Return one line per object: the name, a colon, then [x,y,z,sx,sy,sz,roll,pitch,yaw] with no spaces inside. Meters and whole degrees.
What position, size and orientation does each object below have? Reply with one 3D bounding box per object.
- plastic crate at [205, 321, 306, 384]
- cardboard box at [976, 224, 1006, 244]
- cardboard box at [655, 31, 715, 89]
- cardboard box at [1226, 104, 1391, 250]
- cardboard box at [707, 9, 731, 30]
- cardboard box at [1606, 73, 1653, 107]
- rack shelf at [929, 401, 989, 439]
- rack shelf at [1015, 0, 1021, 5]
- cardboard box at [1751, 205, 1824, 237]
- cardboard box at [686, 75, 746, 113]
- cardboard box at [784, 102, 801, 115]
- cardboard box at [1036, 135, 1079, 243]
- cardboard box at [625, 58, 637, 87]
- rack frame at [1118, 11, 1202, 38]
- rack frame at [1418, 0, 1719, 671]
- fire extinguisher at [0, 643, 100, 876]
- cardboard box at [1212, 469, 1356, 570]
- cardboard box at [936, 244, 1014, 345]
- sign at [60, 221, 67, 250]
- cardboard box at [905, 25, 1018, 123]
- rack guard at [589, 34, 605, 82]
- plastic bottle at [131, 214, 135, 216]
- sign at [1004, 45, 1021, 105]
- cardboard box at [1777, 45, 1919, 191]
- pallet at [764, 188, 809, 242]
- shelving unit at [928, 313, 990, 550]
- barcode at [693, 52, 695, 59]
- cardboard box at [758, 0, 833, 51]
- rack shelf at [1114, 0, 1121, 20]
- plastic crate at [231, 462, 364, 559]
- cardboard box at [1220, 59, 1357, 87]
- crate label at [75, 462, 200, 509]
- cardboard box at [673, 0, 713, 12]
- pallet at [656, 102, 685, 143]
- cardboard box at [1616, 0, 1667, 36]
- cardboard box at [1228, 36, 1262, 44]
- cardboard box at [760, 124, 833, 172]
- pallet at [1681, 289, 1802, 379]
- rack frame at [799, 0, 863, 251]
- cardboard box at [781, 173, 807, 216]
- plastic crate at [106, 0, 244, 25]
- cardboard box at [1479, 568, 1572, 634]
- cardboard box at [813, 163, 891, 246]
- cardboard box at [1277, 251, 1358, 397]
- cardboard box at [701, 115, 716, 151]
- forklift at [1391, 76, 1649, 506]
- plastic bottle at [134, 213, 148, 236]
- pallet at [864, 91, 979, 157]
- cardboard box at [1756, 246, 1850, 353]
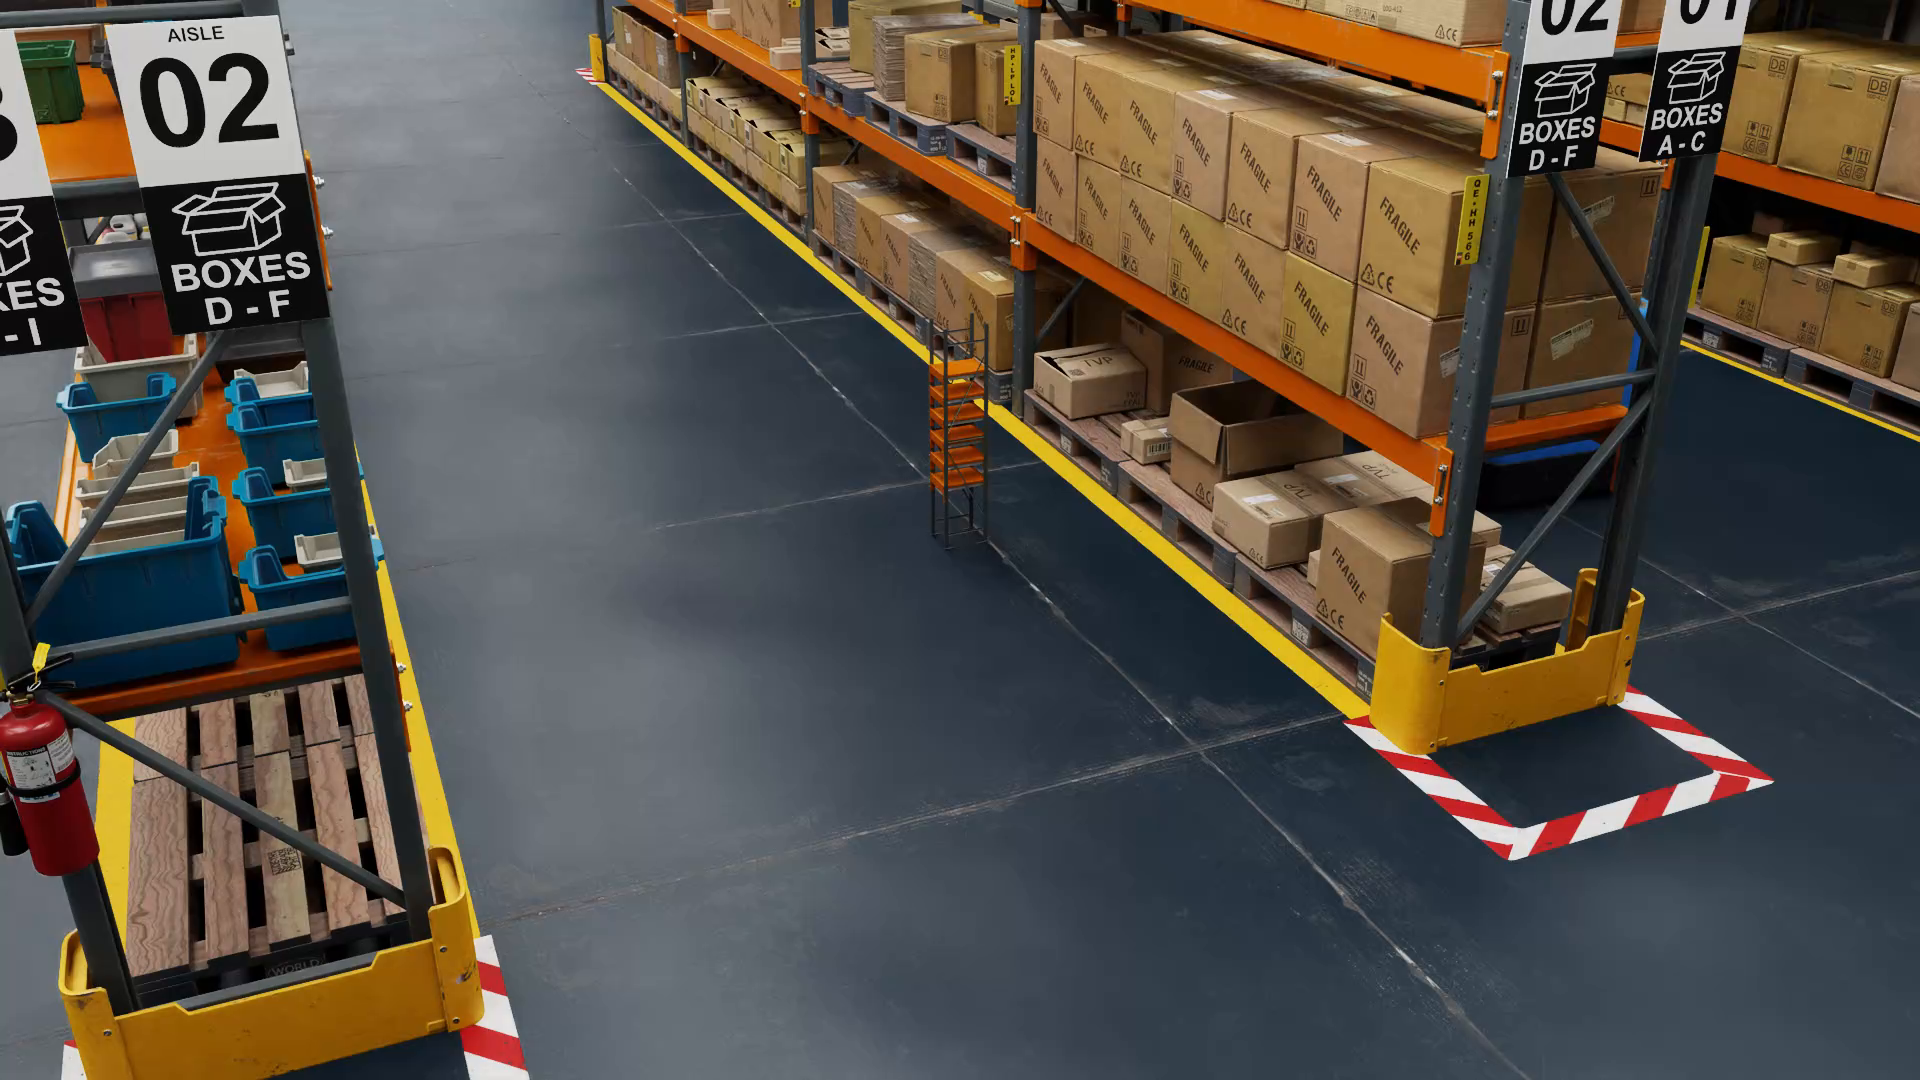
plastic crate: [-3.068,-0.845,7.307,0.437,0.125,0.590,-11,28,-21]
cardboard box: [0.433,-1.925,11.621,0.500,0.500,0.500,-10,28,-20]
cardboard box: [-2.895,-5.070,17.516,0.500,0.500,0.500,-11,28,-21]
cardboard box: [1.539,-1.621,7.398,0.500,0.500,0.500,-10,28,-19]
cardboard box: [-2.168,-4.921,15.696,0.380,0.149,0.250,-11,28,-21]
cardboard box: [4.950,-3.380,11.778,0.500,0.500,0.500,-11,28,-21]
rack shelf: [-0.006,-0.613,8.466,0.258,0.103,0.180,-11,28,-21]
rack shelf: [0.023,-4.029,10.984,1.077,0.370,4.000,-11,28,-21]
cardboard box: [5.687,-2.180,11.426,0.380,0.149,0.250,-11,28,-21]
cardboard box: [-2.394,-4.422,16.404,0.500,0.311,0.500,-10,28,-20]
cardboard box: [-1.308,-3.903,15.341,0.500,0.311,0.500,-11,28,-21]
cardboard box: [0.755,-1.989,9.291,0.500,0.500,0.500,-10,28,-19]
cardboard box: [-3.493,-5.337,18.916,0.500,0.250,0.500,-11,28,-21]
rack frame: [2.230,-6.279,18.192,1.000,3.000,0.127,-11,28,-21]
rack frame: [2.373,-0.582,6.523,1.000,3.000,0.127,-11,28,-21]
fire extinguisher: [-2.546,0.609,4.597,0.296,0.674,0.183,-11,28,-21]
cardboard box: [1.589,-0.110,8.189,0.500,0.250,0.500,-11,28,-21]
cardboard box: [0.163,-1.622,11.001,0.500,0.500,0.500,-10,28,-20]
sign: [-4.260,-1.378,7.838,0.100,0.325,0.005,-11,28,-21]
cardboard box: [0.057,-3.133,11.156,0.700,0.500,0.500,-19,32,-33]
rack guard: [-3.903,-5.928,20.321,1.175,0.500,0.348,-11,28,-21]
plastic bottle: [-4.486,-1.715,8.899,0.144,0.351,0.185,-11,28,-21]
sign: [0.297,-2.620,9.378,0.100,0.325,0.005,-11,28,-21]
cardboard box: [5.841,-2.667,10.451,0.980,0.700,0.700,-11,28,-22]
pallet: [-1.047,-2.898,14.444,1.003,0.211,1.213,-11,28,-21]
shelving unit: [-0.006,-0.545,8.499,0.258,1.200,0.189,-11,28,-21]
barcode: [-2.610,-4.758,16.329,0.001,0.075,0.075,-11,28,-21]
cardboard box: [-1.432,-4.531,14.498,0.500,0.500,0.500,-12,29,-23]
rack shelf: [1.447,-6.763,20.003,1.077,0.370,4.000,-11,28,-21]
plastic crate: [-2.238,-0.106,5.671,0.416,0.233,0.300,-11,28,-21]
cardboard box: [1.643,-2.122,8.423,0.500,0.500,0.500,-10,28,-20]
crate label: [-2.904,-0.167,5.905,0.396,0.136,0.243,-11,28,-21]
cardboard box: [-2.506,-5.649,16.788,0.700,0.500,0.500,-11,28,-22]
pallet: [-2.600,-4.502,17.729,1.003,0.211,1.213,-11,28,-21]
cardboard box: [2.405,-2.114,6.412,0.500,0.250,0.500,-11,28,-21]
cardboard box: [2.916,-5.010,17.085,0.500,0.250,0.500,-11,28,-22]
cardboard box: [-1.402,-3.395,14.300,0.500,0.311,0.500,-11,28,-21]
pallet: [5.589,-1.476,11.533,1.003,0.211,1.213,-11,28,-21]
rack frame: [-0.760,-3.812,13.138,1.000,3.000,0.127,-11,28,-21]
cardboard box: [-1.191,-2.935,13.998,0.500,0.250,0.500,-10,28,-19]
plastic crate: [-2.532,-1.717,5.499,0.504,0.338,0.767,-11,28,-21]
cardboard box: [2.525,0.273,7.519,0.380,0.149,0.250,-11,28,-21]
cardboard box: [-0.845,-2.653,13.113,0.500,0.500,0.500,-9,28,-18]
cardboard box: [1.740,-0.970,7.204,0.500,0.500,0.500,-10,28,-20]
cardboard box: [-2.198,-3.968,16.113,0.500,0.250,0.500,-10,28,-19]
forklift: [2.815,-2.126,9.763,1.130,2.935,3.031,-9,27,-17]
plastic bottle: [-4.281,-1.665,8.797,0.144,0.351,0.185,-11,28,-21]
pallet: [0.006,-2.941,11.574,1.003,0.211,1.213,-11,28,-21]
cardboard box: [5.755,-1.592,10.962,0.700,0.500,0.500,-11,28,-21]
